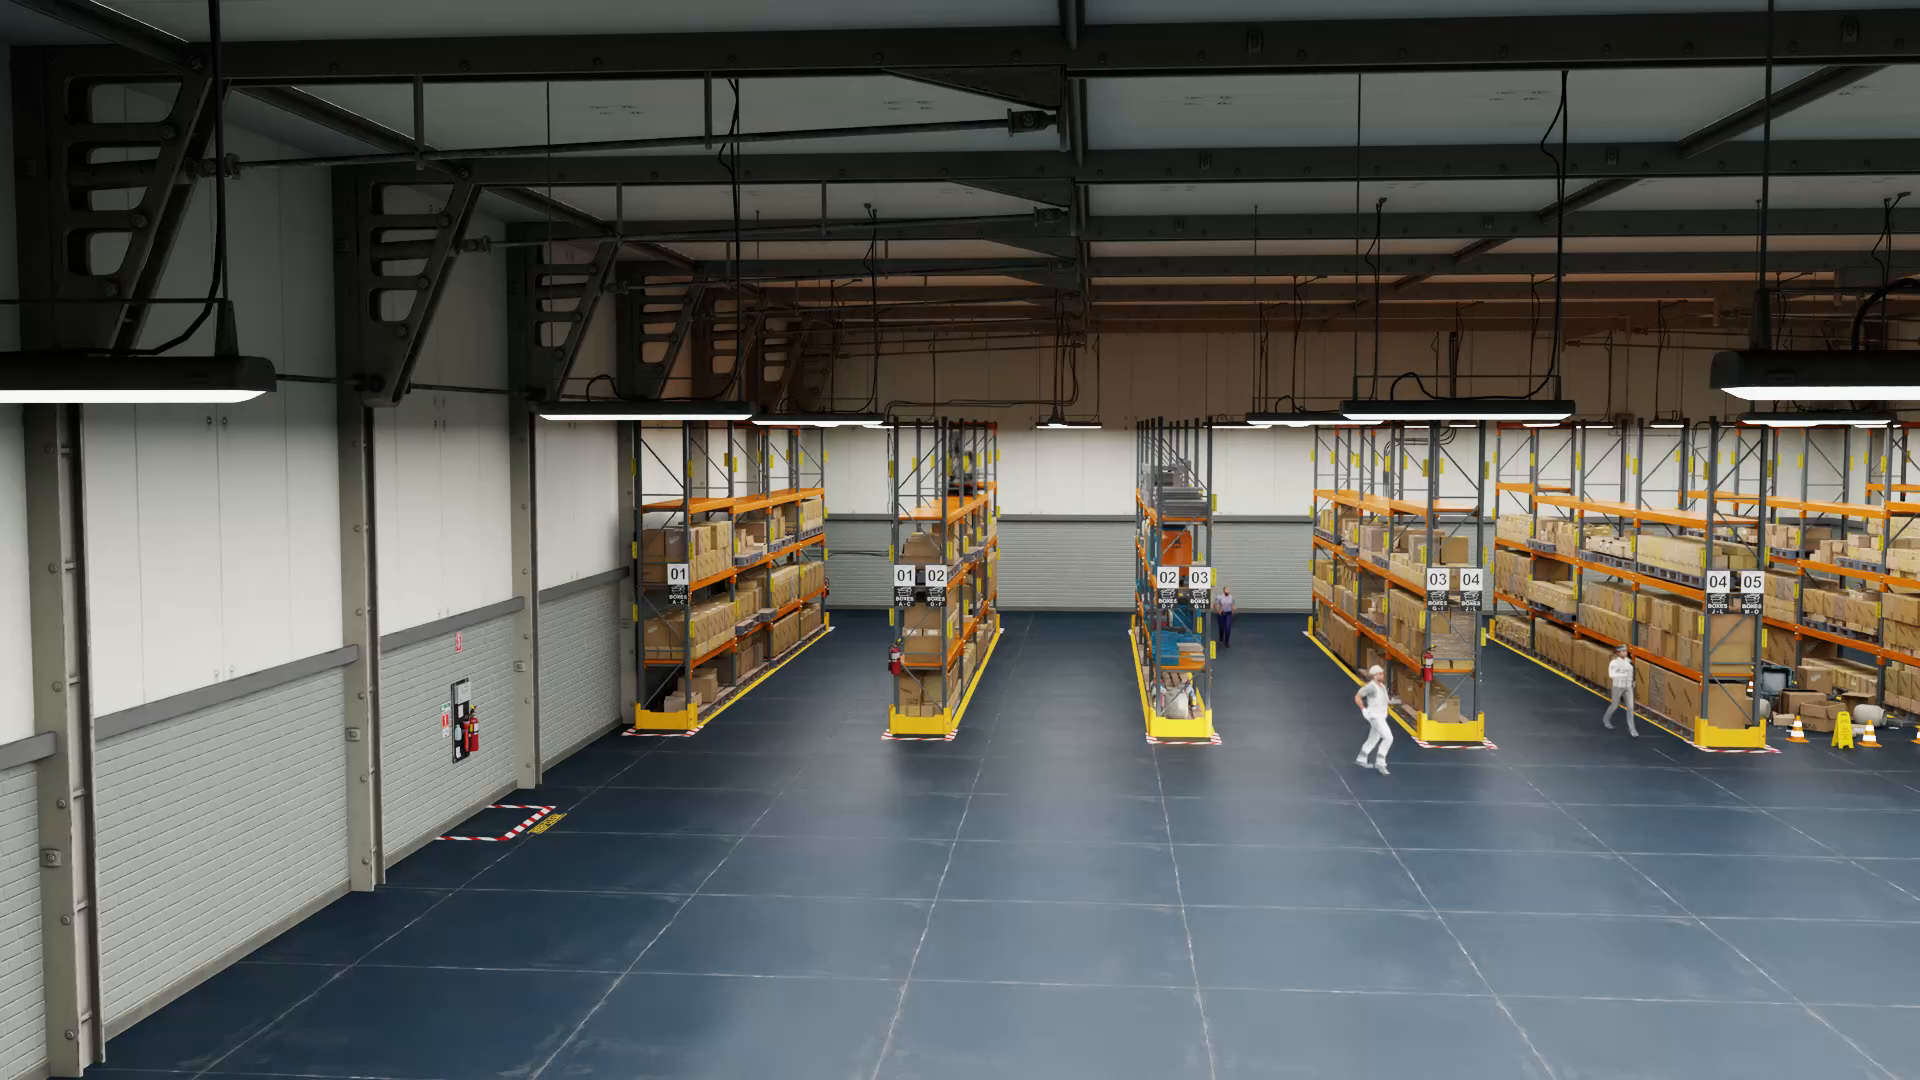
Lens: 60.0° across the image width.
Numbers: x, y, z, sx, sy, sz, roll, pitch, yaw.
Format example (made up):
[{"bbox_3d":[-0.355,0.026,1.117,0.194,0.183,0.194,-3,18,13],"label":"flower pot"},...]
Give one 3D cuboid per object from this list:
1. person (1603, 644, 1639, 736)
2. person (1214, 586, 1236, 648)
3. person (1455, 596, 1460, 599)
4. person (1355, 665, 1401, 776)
[{"bbox_3d":[12.523,2.799,31.453,0.604,1.696,0.924,-1,4,-10],"label":"person"},{"bbox_3d":[7.068,2.040,44.367,0.602,1.616,0.597,0,4,-4],"label":"person"},{"bbox_3d":[13.476,1.925,45.305,0.598,1.690,0.918,0,4,7],"label":"person"},{"bbox_3d":[6.986,3.012,27.819,0.761,1.836,0.647,2,4,31],"label":"person"}]
